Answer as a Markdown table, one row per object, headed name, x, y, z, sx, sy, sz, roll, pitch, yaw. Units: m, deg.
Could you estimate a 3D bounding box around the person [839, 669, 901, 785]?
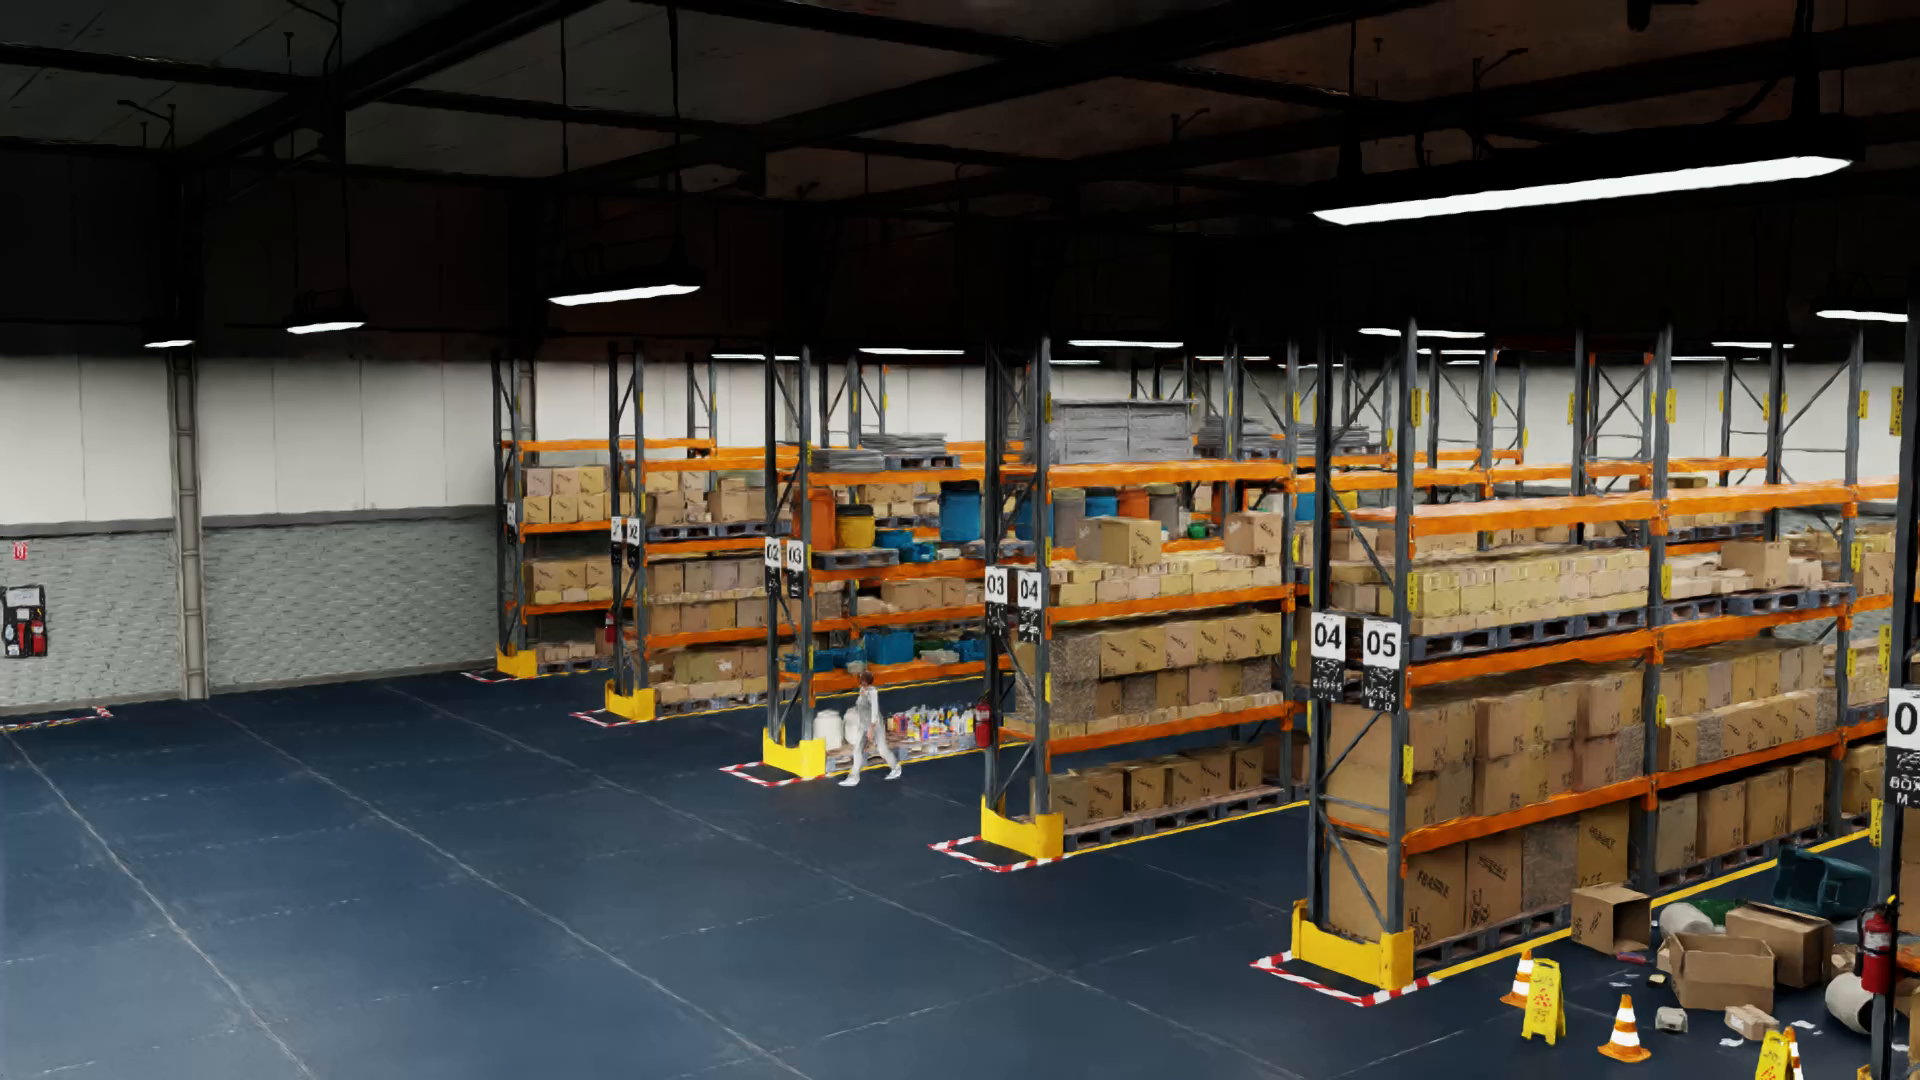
| name | x | y | z | sx | sy | sz | roll | pitch | yaw |
| --- | --- | --- | --- | --- | --- | --- | --- | --- | --- |
| person | -1.164 | 2.460 | 21.964 | 0.949 | 1.539 | 0.430 | -4 | 6 | -39 |
